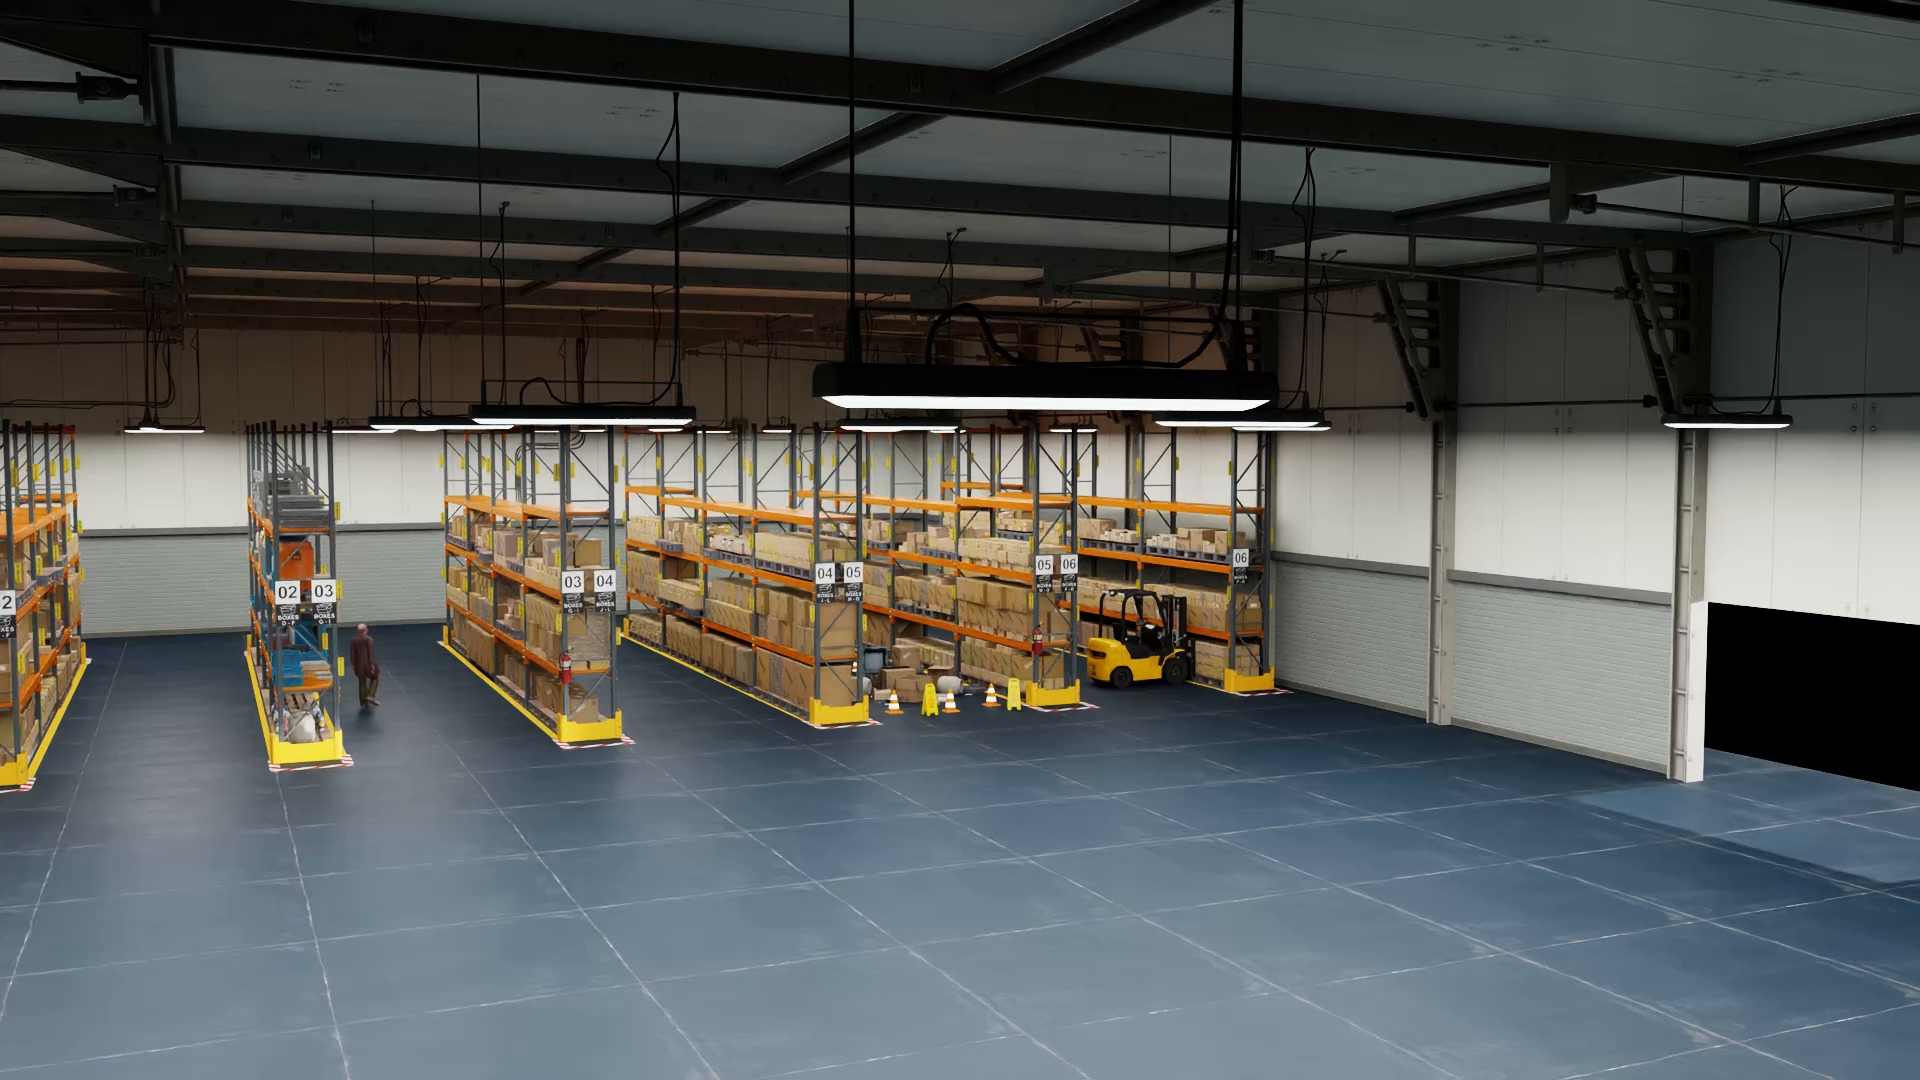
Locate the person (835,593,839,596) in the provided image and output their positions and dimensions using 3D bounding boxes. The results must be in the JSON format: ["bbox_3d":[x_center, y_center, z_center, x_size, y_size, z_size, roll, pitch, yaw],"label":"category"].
[{"bbox_3d":[-3.223,2.216,43.142,0.337,1.696,0.518,0,4,1],"label":"person"}]

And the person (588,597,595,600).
[{"bbox_3d":[-10.405,1.941,46.889,0.447,1.671,0.512,-1,4,-14],"label":"person"}]

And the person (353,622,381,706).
[{"bbox_3d":[-12.628,2.619,35.359,0.551,1.753,0.877,0,4,-8],"label":"person"}]
